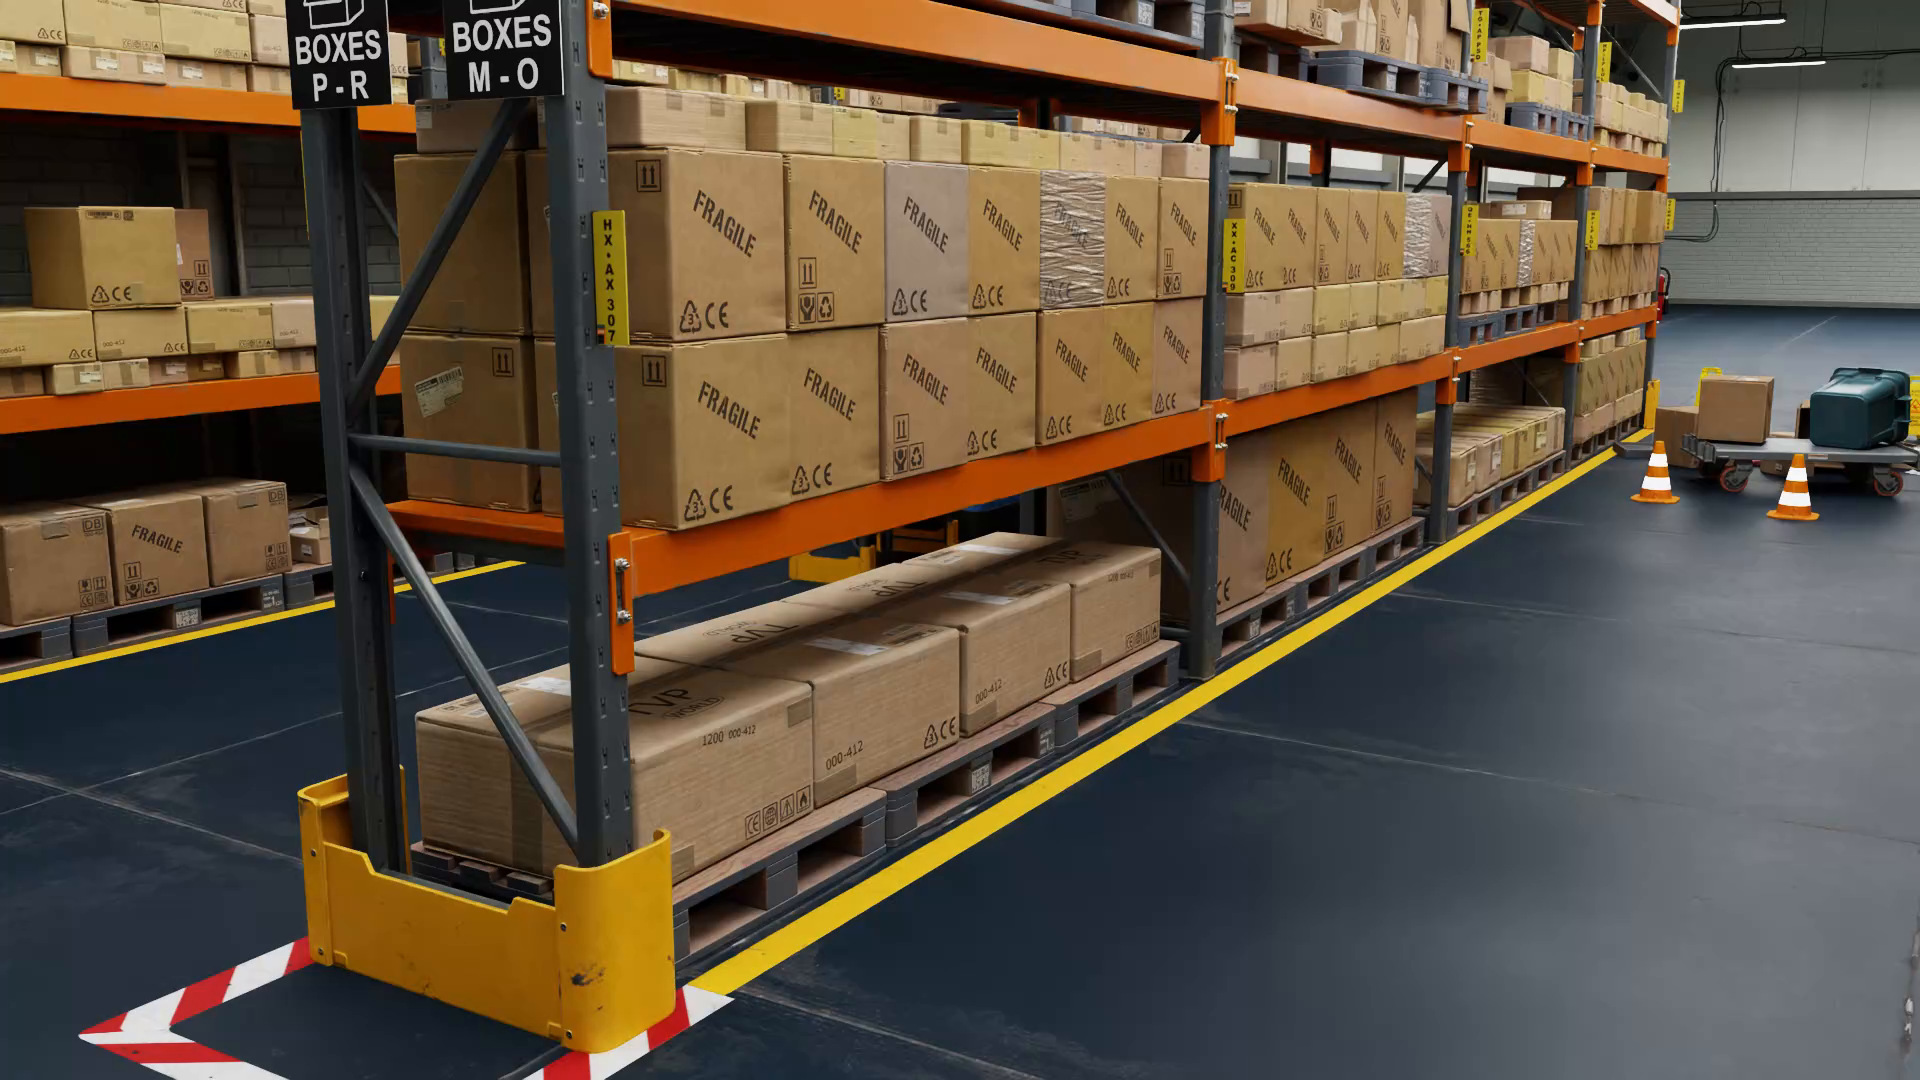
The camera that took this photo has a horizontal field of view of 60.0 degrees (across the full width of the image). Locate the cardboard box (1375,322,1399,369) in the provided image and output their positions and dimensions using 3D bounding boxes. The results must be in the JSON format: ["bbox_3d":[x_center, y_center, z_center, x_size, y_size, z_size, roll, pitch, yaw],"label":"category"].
[{"bbox_3d":[2.259,-1.152,9.776,0.500,0.250,0.500,6,12,30],"label":"cardboard box"}]

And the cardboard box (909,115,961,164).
[{"bbox_3d":[-0.220,-1.322,5.529,0.380,0.149,0.250,7,12,31],"label":"cardboard box"}]

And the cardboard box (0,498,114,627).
[{"bbox_3d":[-4.695,0.100,8.336,0.700,0.500,0.500,7,13,33],"label":"cardboard box"}]

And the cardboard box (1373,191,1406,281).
[{"bbox_3d":[2.259,-1.765,9.653,0.500,0.500,0.500,6,12,31],"label":"cardboard box"}]

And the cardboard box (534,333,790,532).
[{"bbox_3d":[-0.832,-0.328,4.698,0.500,0.500,0.500,6,12,30],"label":"cardboard box"}]

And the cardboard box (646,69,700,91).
[{"bbox_3d":[-2.086,-3.281,11.914,0.380,0.149,0.250,7,13,32],"label":"cardboard box"}]

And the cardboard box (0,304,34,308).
[{"bbox_3d":[-4.757,-1.115,8.774,0.500,0.250,0.500,6,12,31],"label":"cardboard box"}]

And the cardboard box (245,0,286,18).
[{"bbox_3d":[-3.806,-2.943,9.028,0.500,0.250,0.500,6,12,30],"label":"cardboard box"}]

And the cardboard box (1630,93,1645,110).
[{"bbox_3d":[6.289,-4.164,15.826,0.380,0.149,0.250,7,13,32],"label":"cardboard box"}]

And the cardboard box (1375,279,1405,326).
[{"bbox_3d":[2.281,-1.397,9.730,0.500,0.250,0.500,6,12,29],"label":"cardboard box"}]

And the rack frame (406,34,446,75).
[{"bbox_3d":[-3.494,-4.282,9.789,1.000,3.000,0.127,6,12,31],"label":"rack frame"}]

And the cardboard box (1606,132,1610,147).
[{"bbox_3d":[5.657,-3.616,15.062,0.380,0.149,0.250,7,13,32],"label":"cardboard box"}]

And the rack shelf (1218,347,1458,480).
[{"bbox_3d":[1.788,-0.821,9.558,1.077,0.370,4.000,6,12,31],"label":"rack shelf"}]

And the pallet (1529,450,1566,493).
[{"bbox_3d":[4.500,-0.625,14.134,1.003,0.211,1.213,6,12,31],"label":"pallet"}]

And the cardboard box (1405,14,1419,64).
[{"bbox_3d":[2.411,-2.854,9.534,0.396,0.266,0.258,6,12,29],"label":"cardboard box"}]

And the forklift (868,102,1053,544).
[{"bbox_3d":[0.425,-1.599,11.947,1.130,2.935,3.031,6,12,29],"label":"forklift"}]

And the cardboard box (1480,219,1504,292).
[{"bbox_3d":[3.523,-2.022,11.798,0.500,0.500,0.500,7,13,34],"label":"cardboard box"}]

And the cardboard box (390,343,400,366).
[{"bbox_3d":[-3.444,-1.136,9.967,0.380,0.149,0.250,7,12,31],"label":"cardboard box"}]

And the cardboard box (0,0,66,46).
[{"bbox_3d":[-4.584,-2.456,7.786,0.500,0.250,0.500,6,12,29],"label":"cardboard box"}]

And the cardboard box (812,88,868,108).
[{"bbox_3d":[-0.977,-3.604,13.537,0.380,0.166,0.250,6,12,31],"label":"cardboard box"}]

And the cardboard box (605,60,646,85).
[{"bbox_3d":[-2.331,-3.149,11.156,0.380,0.149,0.250,7,13,32],"label":"cardboard box"}]

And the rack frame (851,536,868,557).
[{"bbox_3d":[-0.768,-0.479,9.849,0.500,1.500,0.032,6,12,29],"label":"rack frame"}]

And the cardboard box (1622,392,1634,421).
[{"bbox_3d":[6.515,-1.369,16.859,0.500,0.250,0.500,6,12,31],"label":"cardboard box"}]

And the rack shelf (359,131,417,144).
[{"bbox_3d":[-2.456,-2.769,11.811,1.077,0.370,4.000,6,12,31],"label":"rack shelf"}]

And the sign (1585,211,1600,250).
[{"bbox_3d":[5.380,-2.635,14.145,0.100,0.325,0.005,6,12,31],"label":"sign"}]

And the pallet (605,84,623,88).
[{"bbox_3d":[-2.560,-2.975,11.467,1.213,0.211,1.003,6,12,31],"label":"pallet"}]

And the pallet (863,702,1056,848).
[{"bbox_3d":[-0.344,0.815,6.440,1.003,0.211,1.213,6,12,31],"label":"pallet"}]

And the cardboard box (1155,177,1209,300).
[{"bbox_3d":[0.741,-1.300,7.173,0.500,0.500,0.500,6,12,30],"label":"cardboard box"}]

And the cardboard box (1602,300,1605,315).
[{"bbox_3d":[5.810,-2.184,15.563,0.380,0.149,0.250,6,12,30],"label":"cardboard box"}]

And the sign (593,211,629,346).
[{"bbox_3d":[-0.856,-0.641,4.076,0.100,0.325,0.005,6,12,31],"label":"sign"}]

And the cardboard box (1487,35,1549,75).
[{"bbox_3d":[4.200,-3.705,12.765,0.500,0.250,0.500,7,12,32],"label":"cardboard box"}]

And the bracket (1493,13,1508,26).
[{"bbox_3d":[11.037,-10.647,34.005,0.235,0.232,0.430,6,12,31],"label":"bracket"}]

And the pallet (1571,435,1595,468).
[{"bbox_3d":[5.222,-0.857,15.371,1.003,0.211,1.213,6,12,31],"label":"pallet"}]

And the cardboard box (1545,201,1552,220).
[{"bbox_3d":[4.510,-2.635,13.308,0.380,0.149,0.250,6,12,29],"label":"cardboard box"}]

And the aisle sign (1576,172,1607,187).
[{"bbox_3d":[6.747,-4.064,17.863,0.394,0.787,0.004,6,12,31],"label":"aisle sign"}]

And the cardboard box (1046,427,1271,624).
[{"bbox_3d":[1.004,-0.127,8.530,0.875,0.875,0.875,7,13,32],"label":"cardboard box"}]

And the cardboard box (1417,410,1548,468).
[{"bbox_3d":[4.263,-0.837,13.687,0.950,0.372,0.625,7,13,34],"label":"cardboard box"}]

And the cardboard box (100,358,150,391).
[{"bbox_3d":[-4.335,-0.848,8.429,0.380,0.149,0.250,7,13,32],"label":"cardboard box"}]

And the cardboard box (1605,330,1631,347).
[{"bbox_3d":[6.382,-1.994,16.399,0.380,0.149,0.250,7,13,33],"label":"cardboard box"}]

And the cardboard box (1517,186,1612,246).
[{"bbox_3d":[5.317,-2.854,14.662,0.700,0.500,0.500,6,12,30],"label":"cardboard box"}]

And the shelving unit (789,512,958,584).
[{"bbox_3d":[-0.524,-0.559,10.277,0.587,1.500,1.083,6,12,29],"label":"shelving unit"}]

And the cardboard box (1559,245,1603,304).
[{"bbox_3d":[5.370,-2.356,14.723,0.500,0.500,0.500,6,12,31],"label":"cardboard box"}]

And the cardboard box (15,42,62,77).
[{"bbox_3d":[-4.522,-2.282,7.937,0.380,0.149,0.250,6,12,30],"label":"cardboard box"}]

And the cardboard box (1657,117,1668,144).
[{"bbox_3d":[6.945,-4.188,17.035,0.500,0.250,0.500,6,12,30],"label":"cardboard box"}]

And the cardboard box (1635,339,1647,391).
[{"bbox_3d":[6.787,-1.820,17.231,0.500,0.500,0.500,6,12,31],"label":"cardboard box"}]

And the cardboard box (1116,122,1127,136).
[{"bbox_3d":[1.551,-4.361,17.629,0.380,0.149,0.250,7,13,32],"label":"cardboard box"}]

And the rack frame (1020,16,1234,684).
[{"bbox_3d":[0.750,-0.860,7.811,1.000,3.000,0.127,6,12,31],"label":"rack frame"}]

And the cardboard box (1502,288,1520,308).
[{"bbox_3d":[4.035,-1.855,12.667,0.380,0.149,0.250,7,13,32],"label":"cardboard box"}]

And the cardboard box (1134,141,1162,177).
[{"bbox_3d":[0.632,-1.610,7.063,0.380,0.149,0.250,7,13,32],"label":"cardboard box"}]

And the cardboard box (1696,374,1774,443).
[{"bbox_3d":[6.440,-1.096,13.809,0.500,0.500,0.500,6,12,31],"label":"cardboard box"}]

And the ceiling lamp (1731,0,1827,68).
[{"bbox_3d":[19.233,-12.672,38.740,2.000,3.185,0.800,6,12,31],"label":"ceiling lamp"}]

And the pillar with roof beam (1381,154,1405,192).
[{"bbox_3d":[11.514,-7.622,27.629,9.100,9.000,0.548,6,12,31],"label":"pillar with roof beam"}]

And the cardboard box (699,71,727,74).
[{"bbox_3d":[-1.888,-3.459,12.058,0.380,0.149,0.250,6,12,29],"label":"cardboard box"}]

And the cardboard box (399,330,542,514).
[{"bbox_3d":[-1.302,-0.381,4.982,0.500,0.500,0.500,6,12,31],"label":"cardboard box"}]
